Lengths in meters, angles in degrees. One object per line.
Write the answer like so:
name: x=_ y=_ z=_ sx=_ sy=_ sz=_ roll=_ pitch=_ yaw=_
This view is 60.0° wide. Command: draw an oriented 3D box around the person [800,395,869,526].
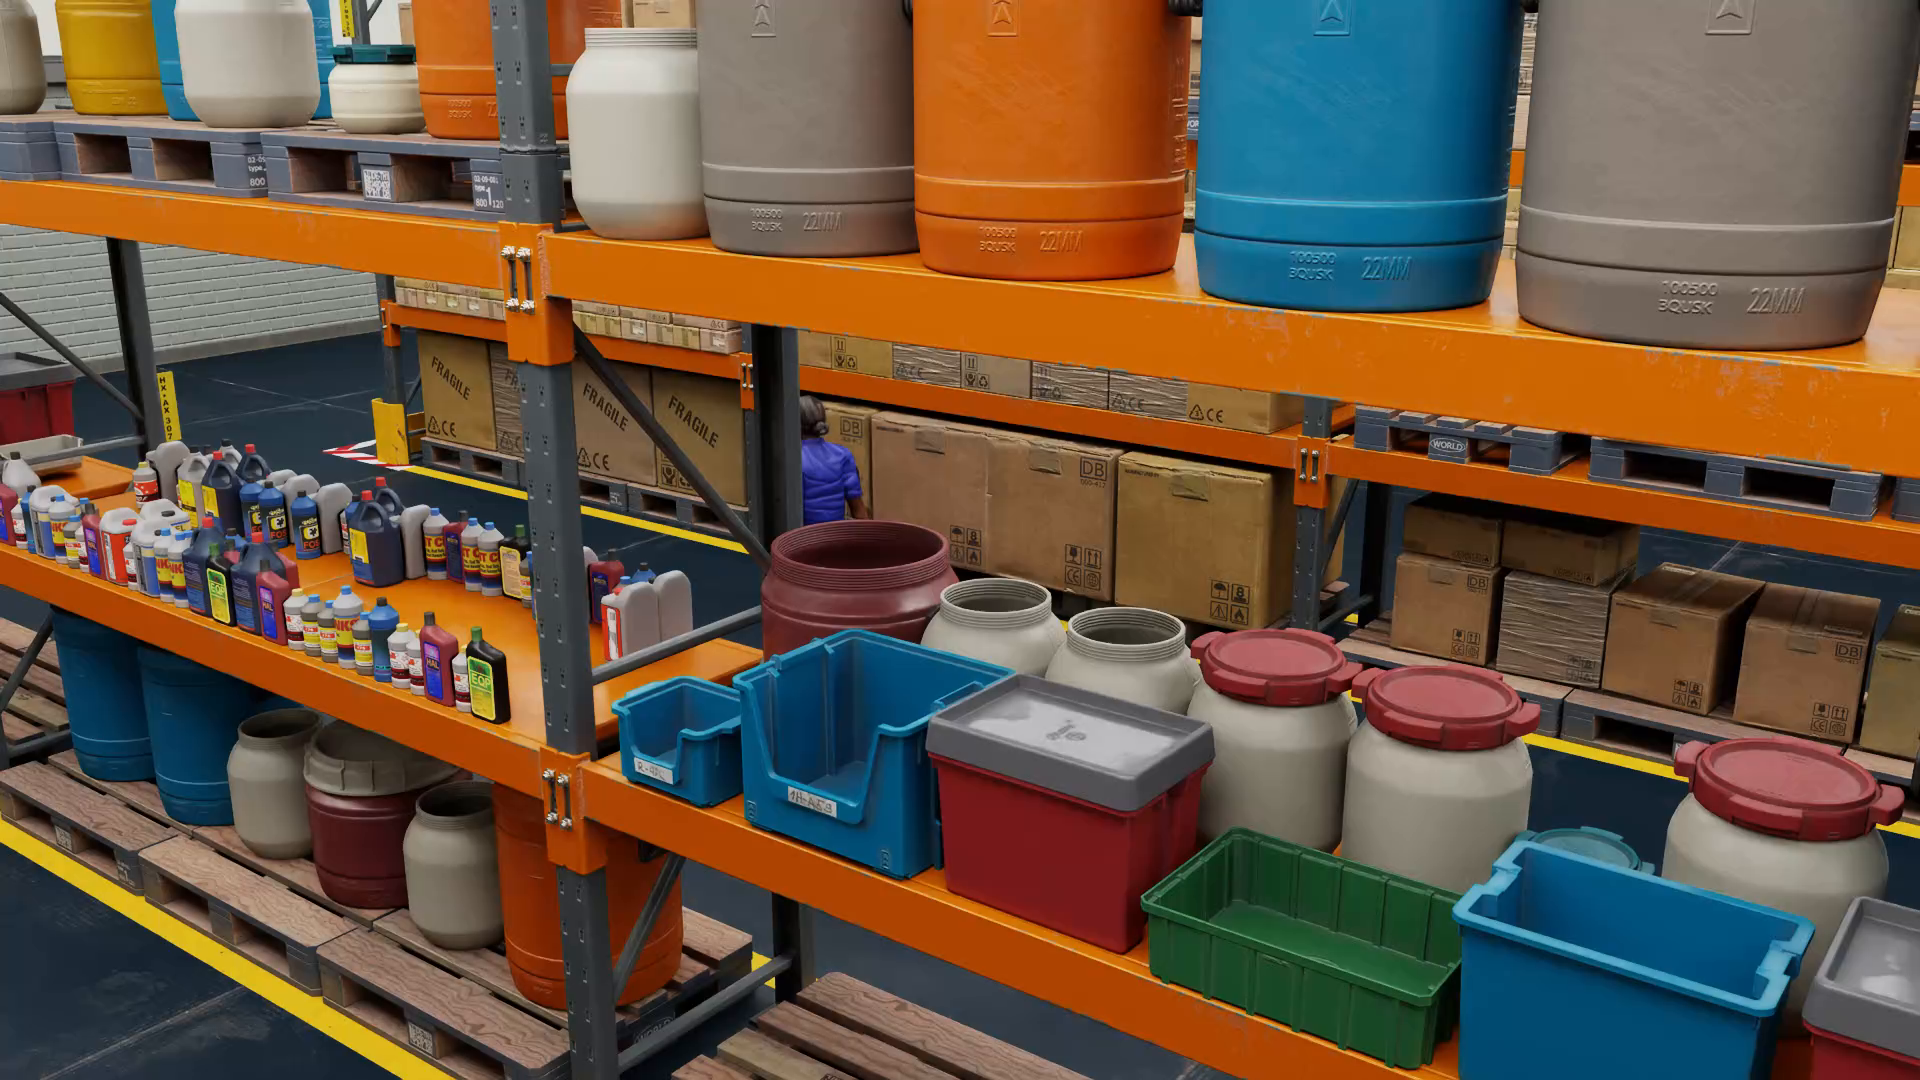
person: x=-0.711 y=0.089 z=8.251 sx=0.476 sy=1.629 sz=0.849 roll=-14 pitch=21 yaw=-38
